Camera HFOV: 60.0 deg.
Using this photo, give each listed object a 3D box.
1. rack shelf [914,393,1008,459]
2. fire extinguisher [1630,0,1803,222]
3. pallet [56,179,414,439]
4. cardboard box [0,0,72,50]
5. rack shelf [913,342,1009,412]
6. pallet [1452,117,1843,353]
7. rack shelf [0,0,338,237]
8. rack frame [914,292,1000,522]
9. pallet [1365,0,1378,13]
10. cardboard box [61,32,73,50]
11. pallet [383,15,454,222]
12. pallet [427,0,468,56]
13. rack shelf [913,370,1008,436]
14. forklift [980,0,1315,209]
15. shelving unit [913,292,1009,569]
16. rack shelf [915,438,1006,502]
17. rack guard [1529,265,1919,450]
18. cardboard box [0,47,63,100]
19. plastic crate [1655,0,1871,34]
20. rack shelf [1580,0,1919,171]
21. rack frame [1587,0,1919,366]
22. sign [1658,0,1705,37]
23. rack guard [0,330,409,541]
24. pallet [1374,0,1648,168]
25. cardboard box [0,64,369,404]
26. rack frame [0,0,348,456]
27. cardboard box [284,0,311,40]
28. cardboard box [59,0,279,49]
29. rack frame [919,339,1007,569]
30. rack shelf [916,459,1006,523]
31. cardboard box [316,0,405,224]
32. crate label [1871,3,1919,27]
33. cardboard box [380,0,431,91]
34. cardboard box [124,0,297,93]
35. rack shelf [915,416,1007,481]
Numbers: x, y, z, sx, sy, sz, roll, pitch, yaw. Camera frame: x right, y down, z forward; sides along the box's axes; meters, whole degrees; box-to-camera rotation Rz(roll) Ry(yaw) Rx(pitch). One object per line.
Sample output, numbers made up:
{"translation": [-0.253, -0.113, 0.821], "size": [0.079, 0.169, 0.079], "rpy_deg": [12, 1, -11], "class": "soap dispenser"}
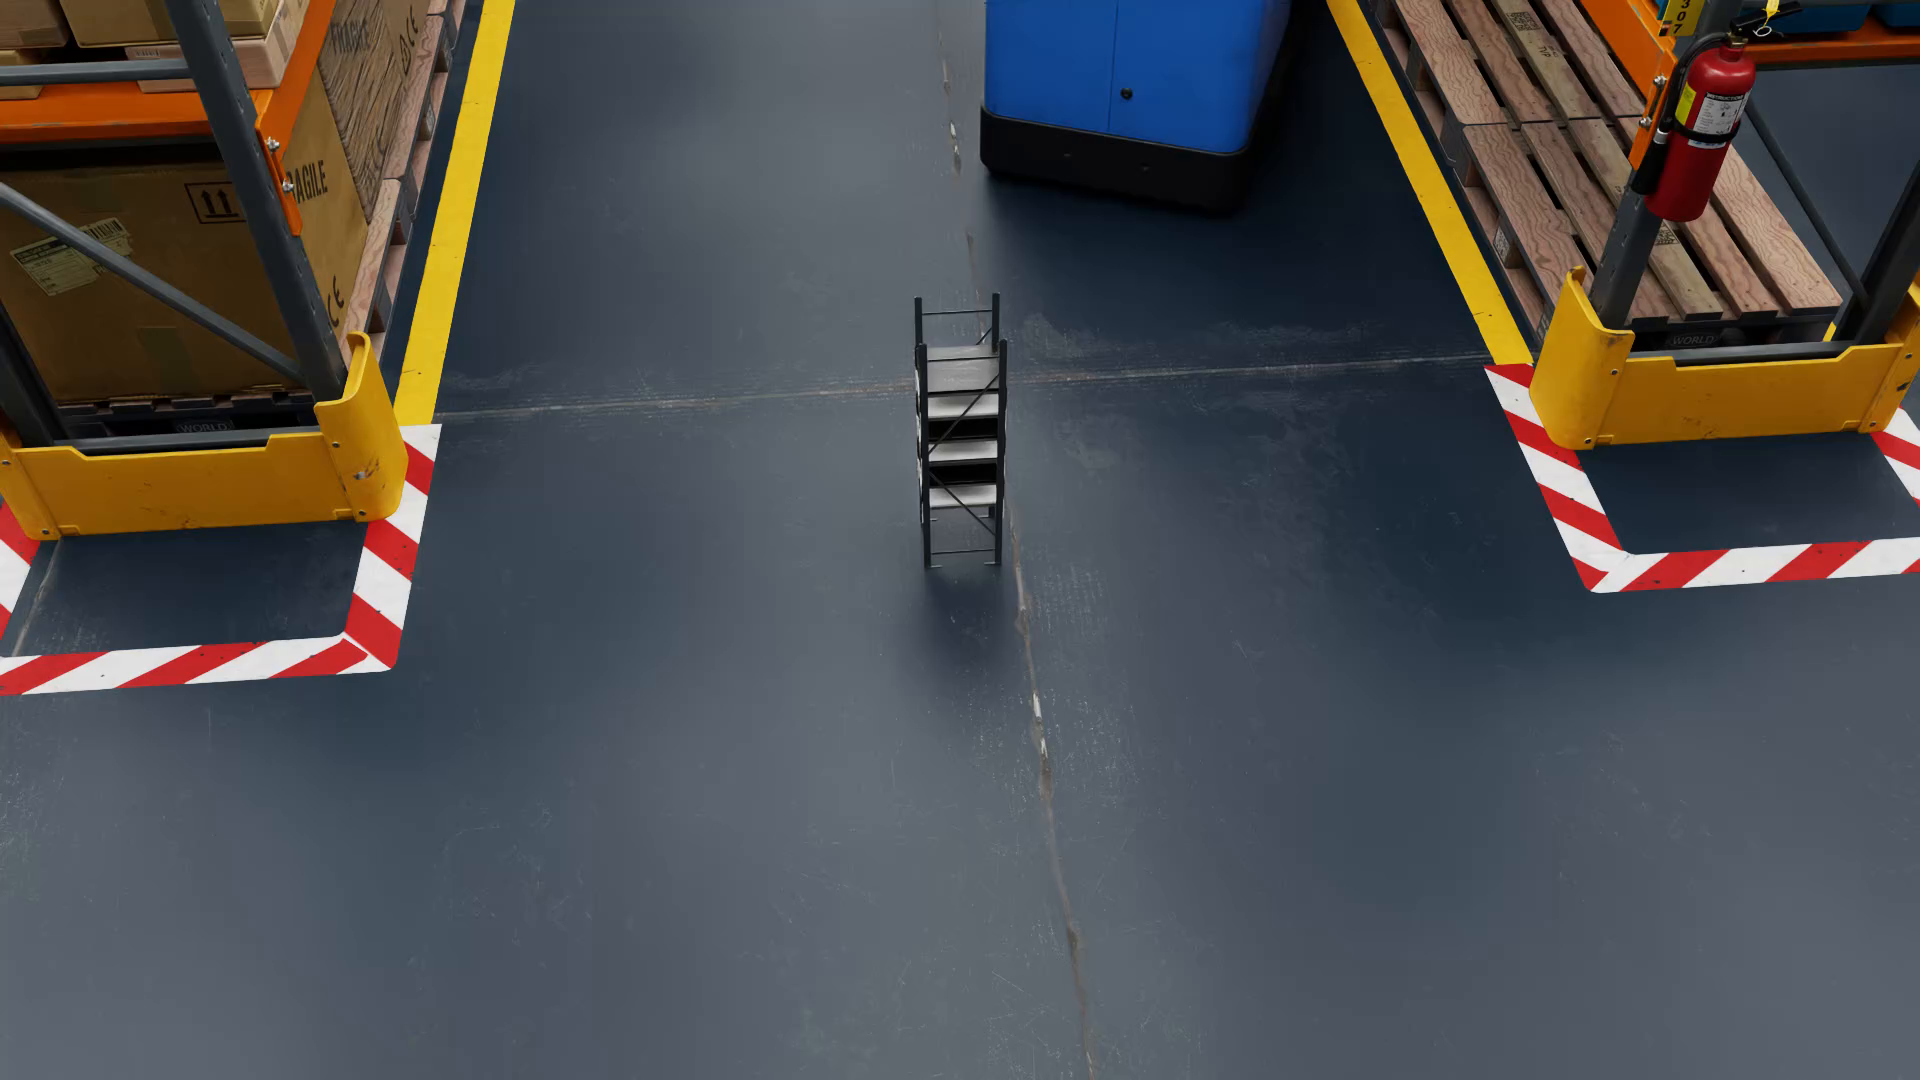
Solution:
{"translation": [0.001, -0.343, 4.877], "size": [0.258, 0.077, 0.200], "rpy_deg": [-3, 47, -3], "class": "rack shelf"}
{"translation": [2.095, -1.211, 4.642], "size": [0.296, 0.674, 0.183], "rpy_deg": [-3, 47, -3], "class": "fire extinguisher"}
{"translation": [-2.545, -0.817, 5.878], "size": [1.003, 0.211, 1.213], "rpy_deg": [-3, 47, -3], "class": "pallet"}
{"translation": [-2.705, -1.587, 4.586], "size": [0.500, 0.250, 0.500], "rpy_deg": [-4, 47, -4], "class": "cardboard box"}
{"translation": [0.001, -0.466, 4.746], "size": [0.258, 0.077, 0.200], "rpy_deg": [-3, 47, -3], "class": "rack shelf"}
{"translation": [2.505, -1.143, 6.187], "size": [1.003, 0.211, 1.213], "rpy_deg": [-3, 47, -3], "class": "pallet"}
{"translation": [-2.568, -2.402, 5.954], "size": [1.077, 0.370, 4.000], "rpy_deg": [-3, 47, -3], "class": "rack shelf"}
{"translation": [-0.008, -0.377, 4.987], "size": [0.240, 0.900, 0.006], "rpy_deg": [-3, 47, -3], "class": "rack frame"}
{"translation": [2.301, -2.909, 7.859], "size": [1.003, 0.211, 1.213], "rpy_deg": [-3, 47, -3], "class": "pallet"}
{"translation": [-2.782, -1.541, 4.817], "size": [0.380, 0.149, 0.250], "rpy_deg": [-3, 47, -3], "class": "cardboard box"}
{"translation": [-2.644, -1.698, 6.712], "size": [1.003, 0.211, 1.213], "rpy_deg": [-3, 47, -3], "class": "pallet"}
{"translation": [-2.750, -2.582, 7.550], "size": [1.003, 0.211, 1.213], "rpy_deg": [-3, 47, -3], "class": "pallet"}
{"translation": [0.001, -0.404, 4.811], "size": [0.258, 0.077, 0.200], "rpy_deg": [-3, 47, -3], "class": "rack shelf"}
{"translation": [1.001, -3.365, 6.418], "size": [1.130, 2.935, 3.031], "rpy_deg": [13, 48, 12], "class": "forklift"}
{"translation": [0.001, -0.304, 4.918], "size": [0.258, 0.900, 0.210], "rpy_deg": [-3, 47, -3], "class": "shelving unit"}
{"translation": [0.001, -0.219, 5.007], "size": [0.258, 0.077, 0.200], "rpy_deg": [-3, 47, -3], "class": "rack shelf"}
{"translation": [2.550, -0.627, 5.499], "size": [1.175, 0.500, 0.348], "rpy_deg": [-3, 47, -3], "class": "rack guard"}
{"translation": [-2.758, -1.353, 4.639], "size": [0.380, 0.149, 0.250], "rpy_deg": [-3, 47, -3], "class": "cardboard box"}
{"translation": [2.321, -1.767, 4.792], "size": [0.616, 0.435, 0.499], "rpy_deg": [-3, 47, -3], "class": "plastic crate"}
{"translation": [2.368, -2.703, 6.239], "size": [1.077, 0.370, 4.000], "rpy_deg": [-3, 47, -3], "class": "rack shelf"}
{"translation": [2.535, -1.503, 4.608], "size": [1.000, 3.000, 0.127], "rpy_deg": [-3, 47, -3], "class": "rack frame"}
{"translation": [1.988, -1.514, 4.506], "size": [0.100, 0.325, 0.005], "rpy_deg": [-3, 47, -3], "class": "sign"}
{"translation": [-2.398, -0.325, 5.214], "size": [1.175, 0.500, 0.348], "rpy_deg": [-3, 47, -3], "class": "rack guard"}
{"translation": [2.406, -2.024, 7.021], "size": [1.003, 0.211, 1.213], "rpy_deg": [-3, 47, -3], "class": "pallet"}
{"translation": [-2.534, -1.074, 5.375], "size": [0.875, 0.875, 0.875], "rpy_deg": [-3, 47, -3], "class": "cardboard box"}
{"translation": [-2.400, -1.202, 4.322], "size": [1.000, 3.000, 0.127], "rpy_deg": [-3, 47, -3], "class": "rack frame"}
{"translation": [-2.124, -1.578, 4.852], "size": [0.380, 0.149, 0.250], "rpy_deg": [-4, 47, -4], "class": "cardboard box"}
{"translation": [-2.172, -1.616, 4.613], "size": [0.500, 0.250, 0.500], "rpy_deg": [-5, 47, -4], "class": "cardboard box"}
{"translation": [0.009, -0.230, 4.848], "size": [0.240, 0.900, 0.006], "rpy_deg": [-3, 47, -3], "class": "rack frame"}
{"translation": [0.001, -0.157, 5.073], "size": [0.258, 0.077, 0.200], "rpy_deg": [-3, 47, -3], "class": "rack shelf"}
{"translation": [-2.610, -1.732, 5.999], "size": [0.875, 0.875, 0.875], "rpy_deg": [-3, 47, -3], "class": "cardboard box"}
{"translation": [2.843, -1.665, 4.835], "size": [0.416, 0.233, 0.303], "rpy_deg": [-3, 47, -3], "class": "crate label"}
{"translation": [-2.684, -2.376, 6.609], "size": [0.875, 0.875, 0.875], "rpy_deg": [-3, 47, -3], "class": "cardboard box"}
{"translation": [-2.101, -1.393, 4.676], "size": [0.380, 0.149, 0.250], "rpy_deg": [-3, 47, -3], "class": "cardboard box"}
{"translation": [0.001, -0.281, 4.942], "size": [0.258, 0.077, 0.200], "rpy_deg": [-3, 47, -3], "class": "rack shelf"}
